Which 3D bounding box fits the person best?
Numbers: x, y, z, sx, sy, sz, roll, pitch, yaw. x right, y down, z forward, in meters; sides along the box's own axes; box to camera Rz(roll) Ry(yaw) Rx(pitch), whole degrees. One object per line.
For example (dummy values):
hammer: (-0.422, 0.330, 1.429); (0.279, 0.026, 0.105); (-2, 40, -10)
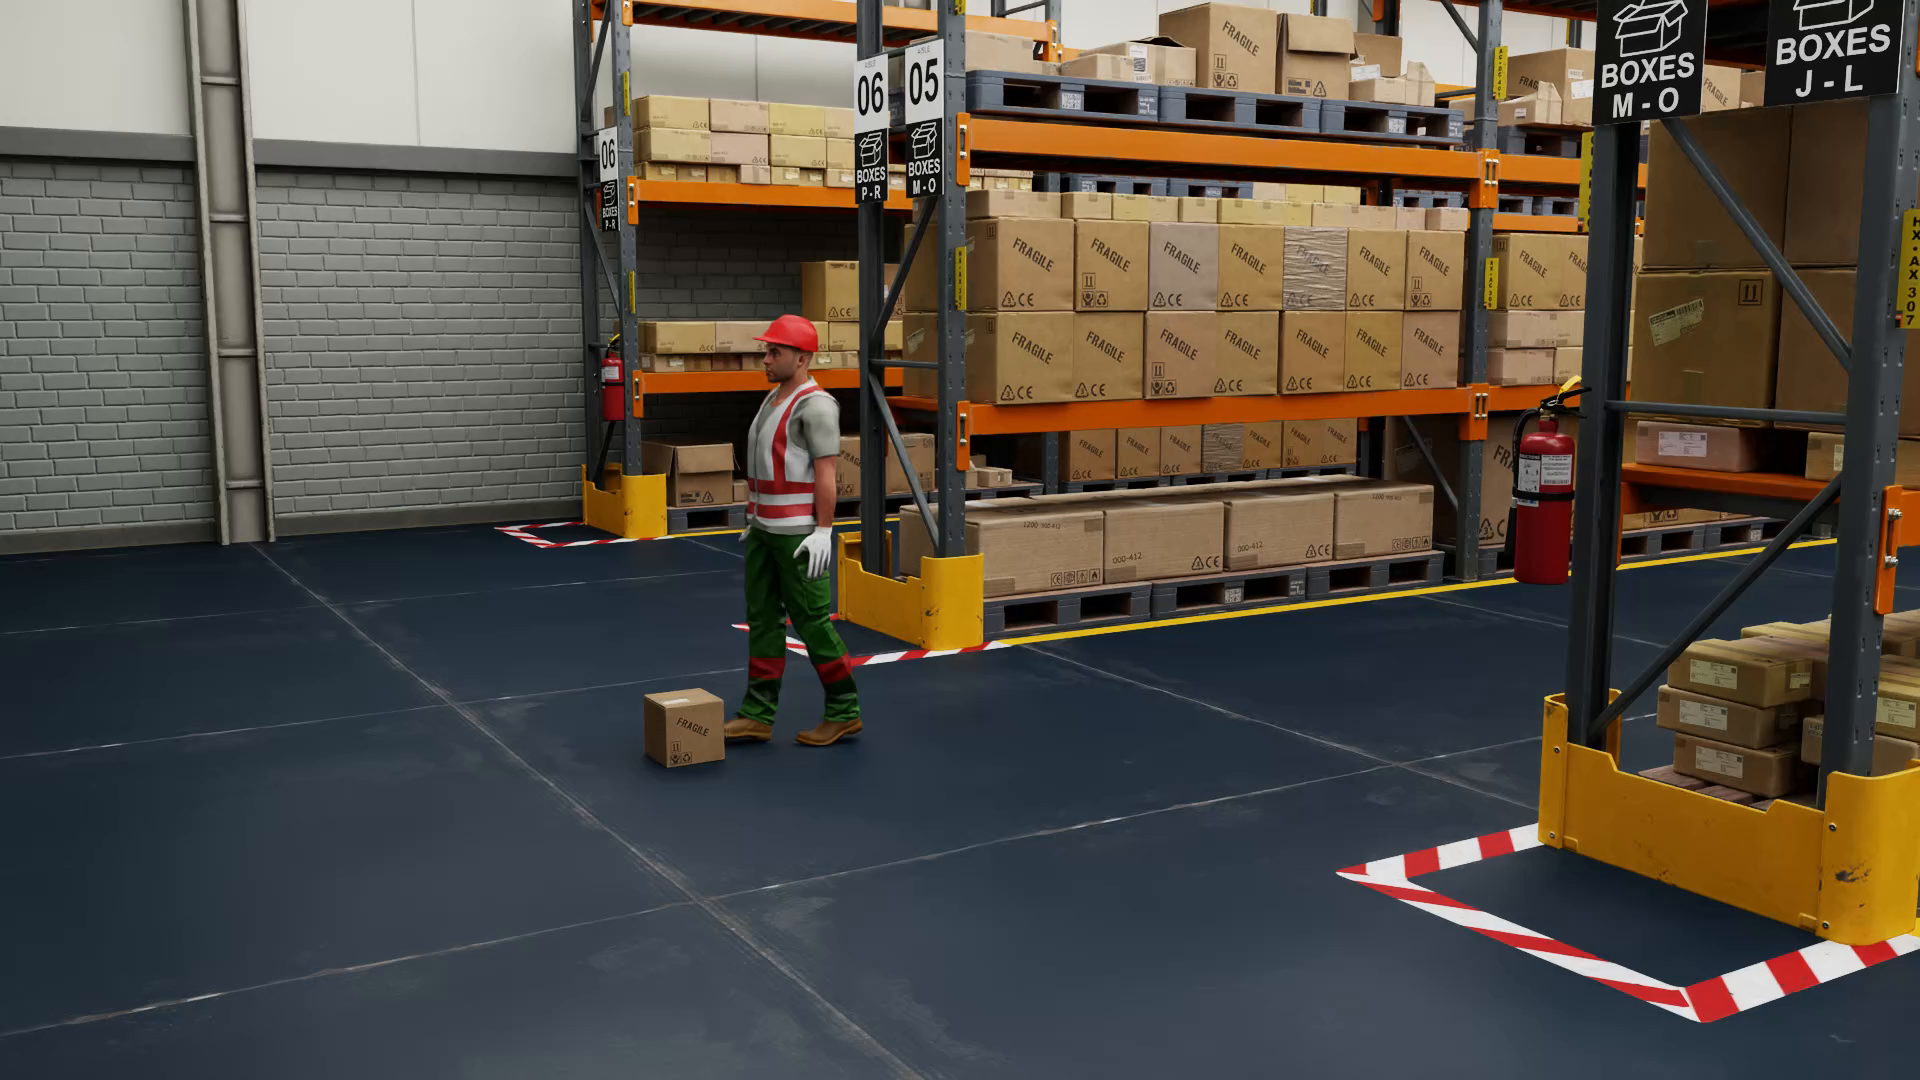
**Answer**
person: (-0.717, -0.022, 6.931); (0.347, 1.781, 0.527); (-5, 9, -30)
